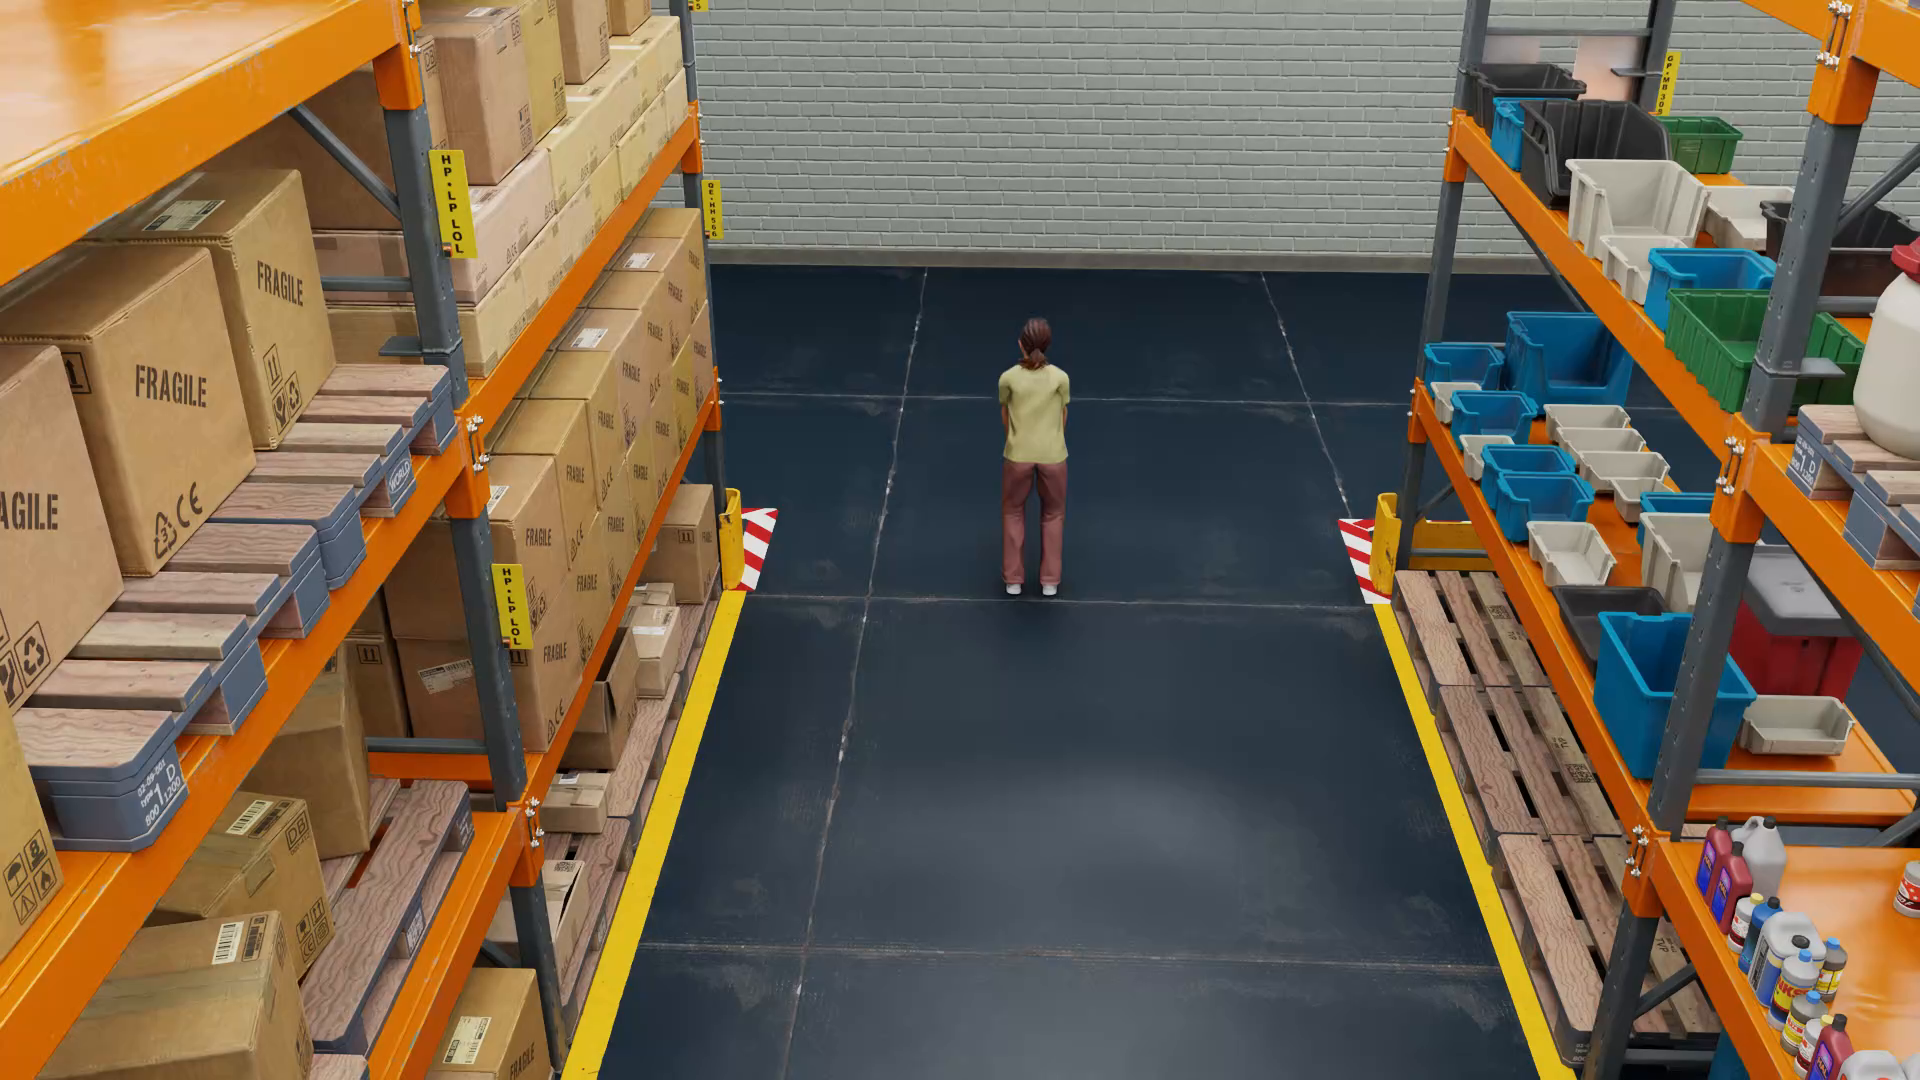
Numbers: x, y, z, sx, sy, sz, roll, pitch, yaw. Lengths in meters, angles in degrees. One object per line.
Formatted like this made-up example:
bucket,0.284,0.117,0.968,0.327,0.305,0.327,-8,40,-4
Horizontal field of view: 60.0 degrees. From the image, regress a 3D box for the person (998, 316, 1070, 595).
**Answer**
person,0.420,-0.499,9.581,0.409,1.661,0.512,0,28,1
